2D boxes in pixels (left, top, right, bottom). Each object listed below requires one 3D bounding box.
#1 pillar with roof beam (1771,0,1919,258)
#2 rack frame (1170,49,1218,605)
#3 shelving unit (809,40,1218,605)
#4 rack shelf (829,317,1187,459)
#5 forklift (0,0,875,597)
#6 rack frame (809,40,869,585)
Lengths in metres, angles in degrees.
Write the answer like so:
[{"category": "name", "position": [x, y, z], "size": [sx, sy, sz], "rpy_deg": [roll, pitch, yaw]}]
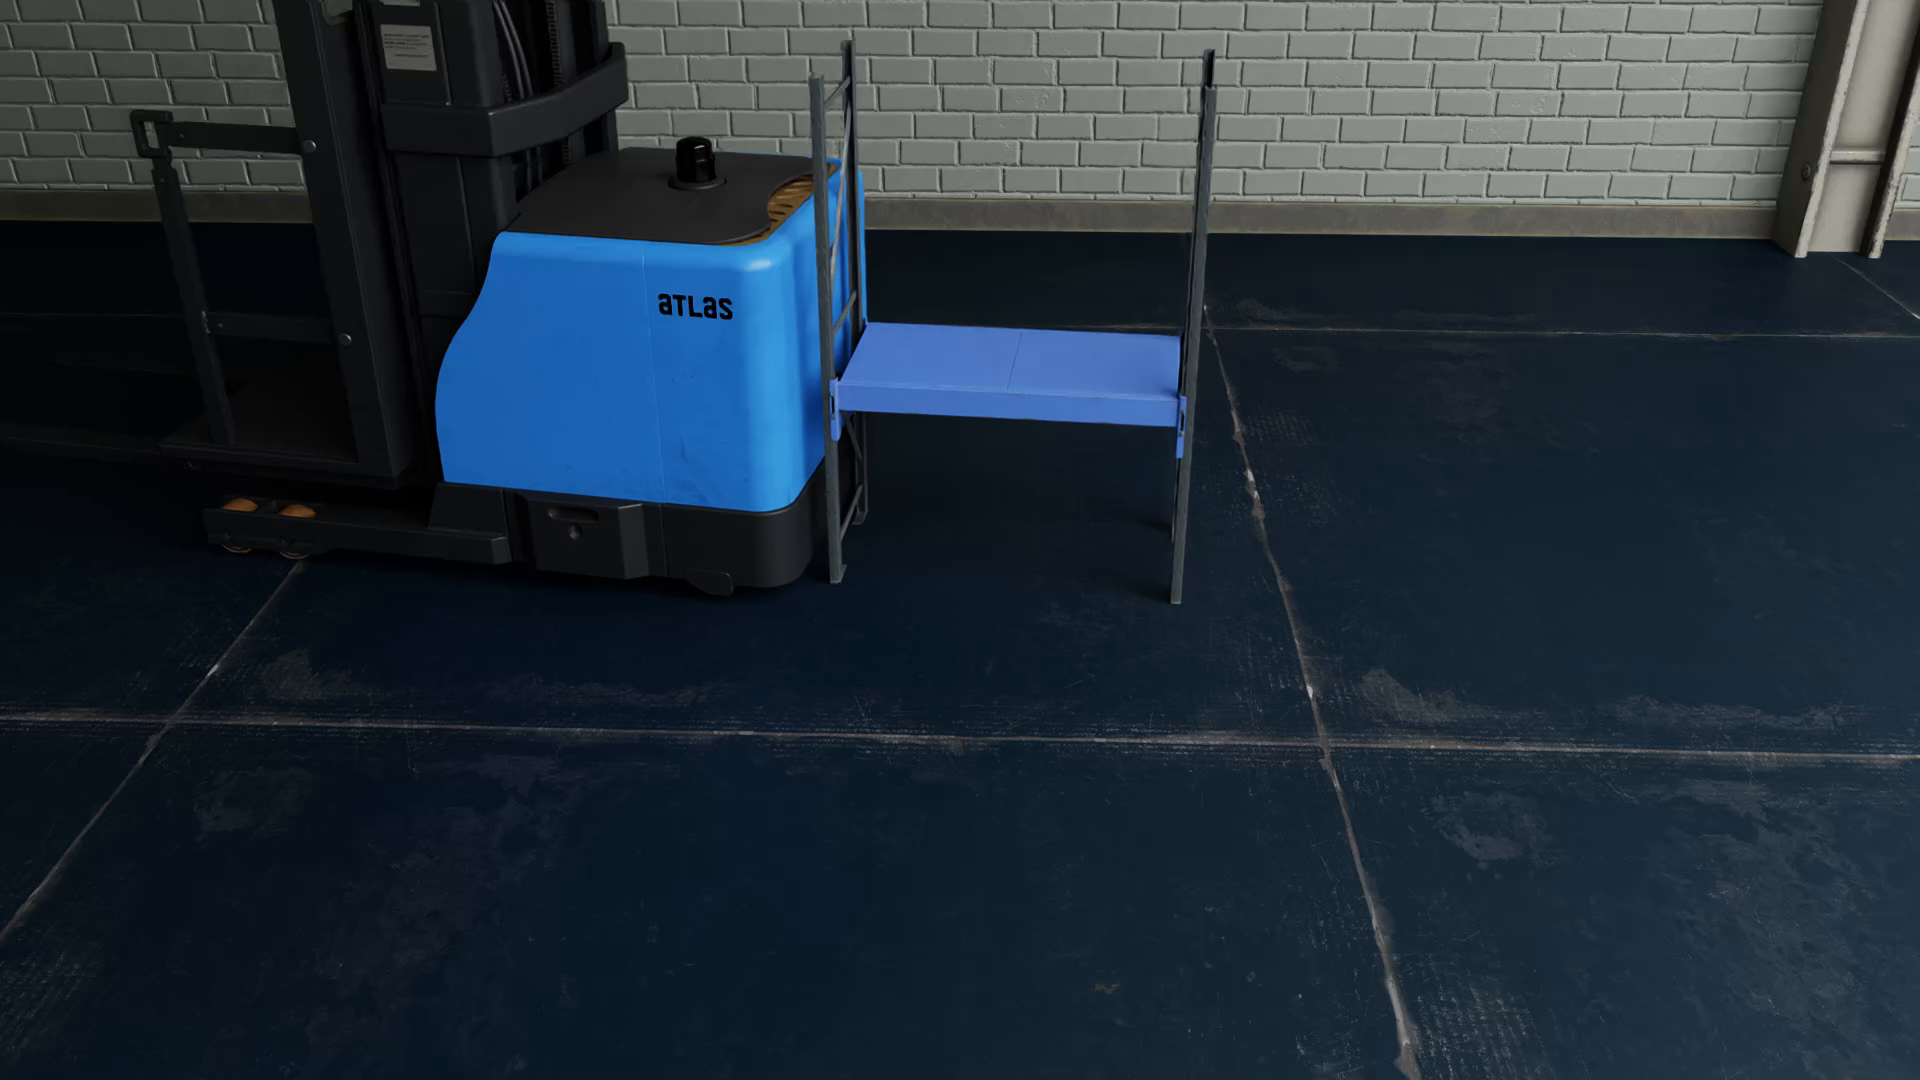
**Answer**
[{"category": "pillar with roof beam", "position": [3.930, -3.345, 1.952], "size": [0.400, 9.000, 9.100], "rpy_deg": [1, 28, 2]}, {"category": "rack frame", "position": [0.663, -0.587, 4.757], "size": [0.032, 1.500, 0.500], "rpy_deg": [3, 28, 6]}, {"category": "shelving unit", "position": [0.159, -0.617, 4.812], "size": [1.048, 1.500, 0.538], "rpy_deg": [3, 28, 6]}, {"category": "rack shelf", "position": [0.159, -0.458, 4.896], "size": [1.000, 0.185, 0.538], "rpy_deg": [3, 28, 6]}, {"category": "forklift", "position": [-1.860, -1.470, 4.893], "size": [3.031, 2.935, 1.130], "rpy_deg": [6, 28, 11]}, {"category": "rack frame", "position": [-0.346, -0.646, 4.867], "size": [0.032, 1.500, 0.500], "rpy_deg": [3, 28, 6]}]
